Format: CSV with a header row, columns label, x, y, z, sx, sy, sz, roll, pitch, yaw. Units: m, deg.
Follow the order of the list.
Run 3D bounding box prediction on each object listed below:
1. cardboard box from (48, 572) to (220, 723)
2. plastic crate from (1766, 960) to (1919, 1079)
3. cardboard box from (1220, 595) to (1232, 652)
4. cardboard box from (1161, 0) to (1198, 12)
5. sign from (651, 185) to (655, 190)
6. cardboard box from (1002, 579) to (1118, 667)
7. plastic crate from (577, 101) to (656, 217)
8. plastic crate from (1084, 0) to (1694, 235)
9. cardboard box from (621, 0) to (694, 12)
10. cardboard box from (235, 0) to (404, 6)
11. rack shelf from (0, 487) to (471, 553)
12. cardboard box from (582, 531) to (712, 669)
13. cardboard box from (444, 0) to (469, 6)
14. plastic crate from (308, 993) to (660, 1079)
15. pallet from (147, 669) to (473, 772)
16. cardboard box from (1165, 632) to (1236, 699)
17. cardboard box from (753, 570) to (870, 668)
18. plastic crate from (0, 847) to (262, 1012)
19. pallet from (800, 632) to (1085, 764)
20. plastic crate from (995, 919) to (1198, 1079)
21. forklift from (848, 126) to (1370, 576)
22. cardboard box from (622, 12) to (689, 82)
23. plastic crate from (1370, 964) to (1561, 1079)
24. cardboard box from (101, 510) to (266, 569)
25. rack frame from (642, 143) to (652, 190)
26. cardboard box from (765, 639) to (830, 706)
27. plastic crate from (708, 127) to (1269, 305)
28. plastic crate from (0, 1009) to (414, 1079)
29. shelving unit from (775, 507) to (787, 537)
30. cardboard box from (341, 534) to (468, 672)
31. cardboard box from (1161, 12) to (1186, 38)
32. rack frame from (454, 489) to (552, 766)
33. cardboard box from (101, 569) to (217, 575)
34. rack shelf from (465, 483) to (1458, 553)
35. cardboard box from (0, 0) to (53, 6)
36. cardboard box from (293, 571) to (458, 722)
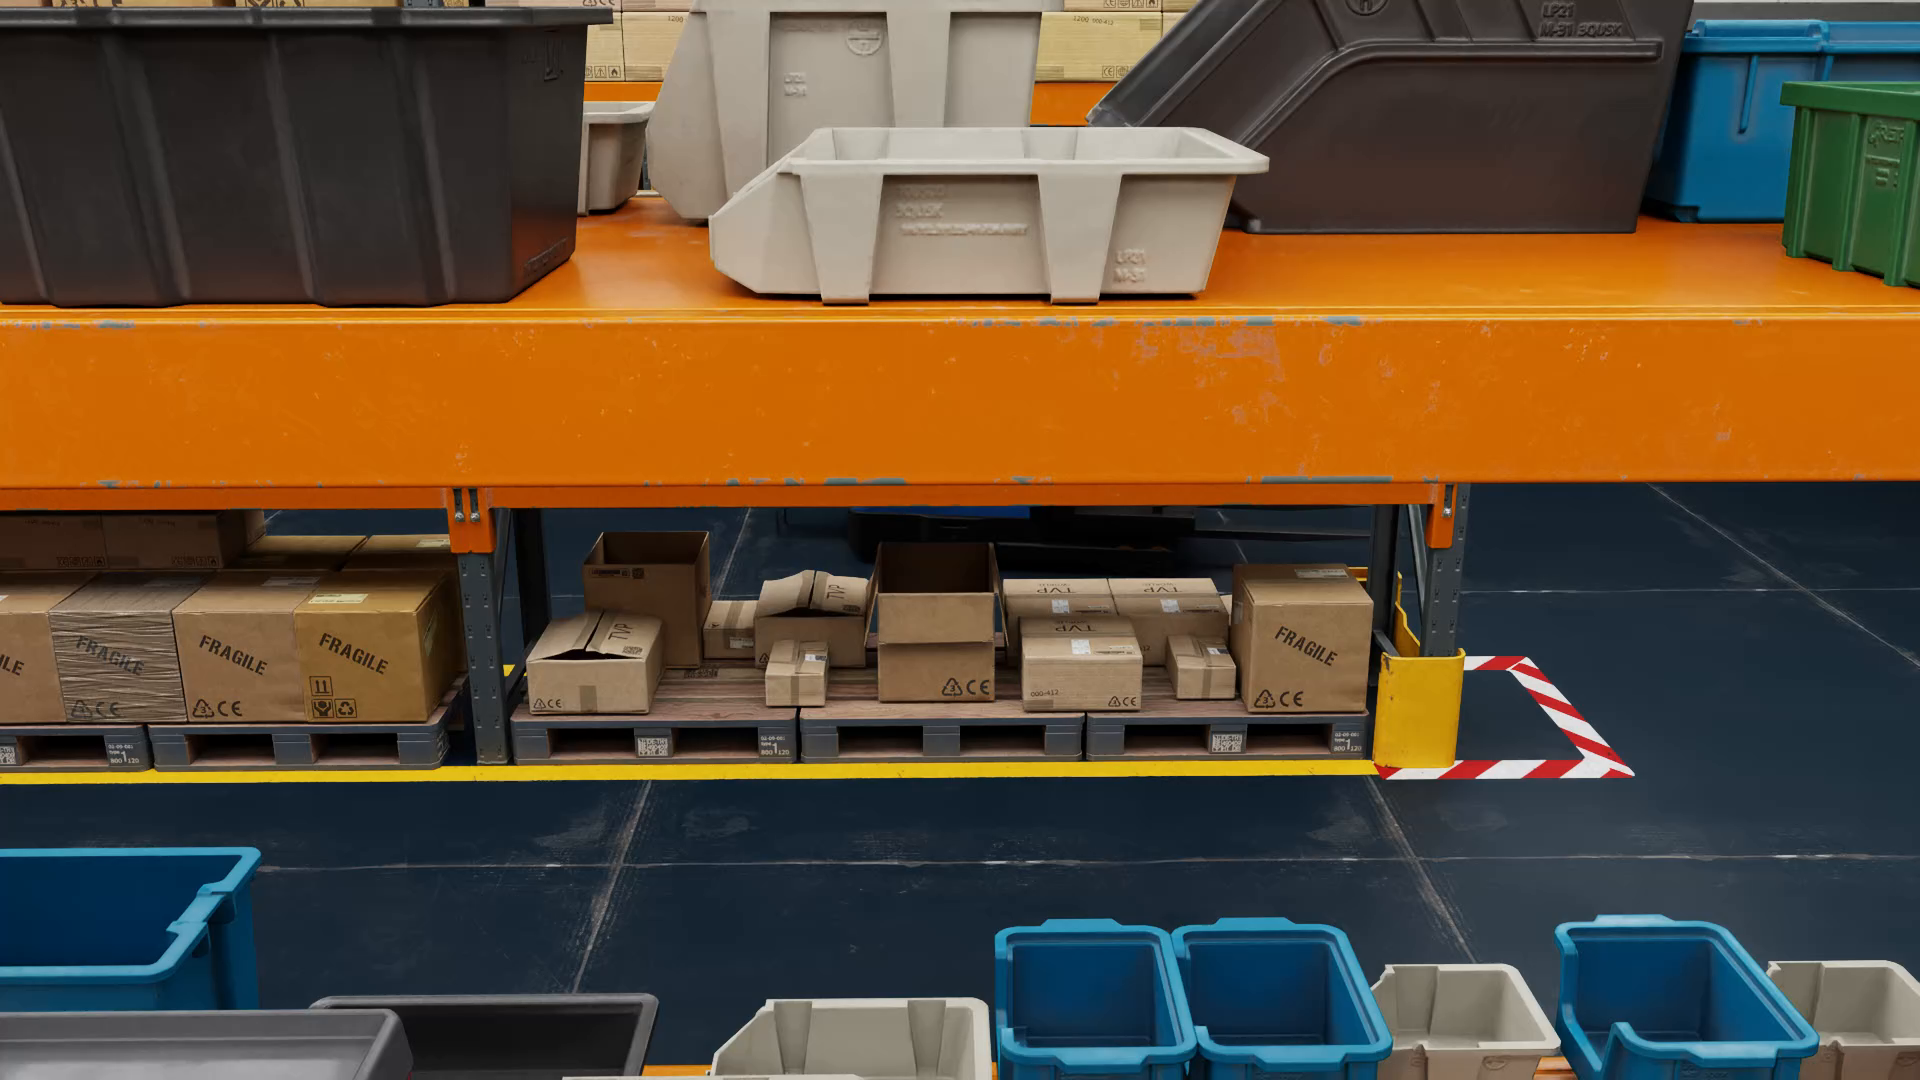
label,x,y,z,sx,sy,sz,roll,pitch,yaw
cardboard box,-3.479,0.451,7.103,0.500,0.500,0.500,0,18,0
plastic crate,1.506,0.846,2.834,0.298,0.136,0.250,0,18,-1
cardboard box,1.331,0.397,7.818,0.250,0.166,0.380,0,18,-1
cardboard box,0.996,-2.153,6.366,0.500,0.250,0.500,0,18,-1
sign,-2.058,-2.483,11.110,0.005,0.325,0.100,0,18,-1
cardboard box,0.457,0.379,7.735,0.500,0.250,0.500,0,18,-1
plastic crate,-0.654,-0.534,2.323,0.466,0.136,0.293,0,18,-1
plastic crate,0.548,-0.604,2.209,0.767,0.338,0.504,0,18,-1
cardboard box,-1.004,-2.146,6.344,0.500,0.250,0.500,0,18,-1
cardboard box,-2.499,-2.365,6.585,0.600,0.600,0.600,-2,18,-6
rack shelf,-3.994,-0.270,7.155,4.000,0.370,1.077,0,18,-1
cardboard box,-1.429,0.270,7.669,0.500,0.500,0.500,0,18,-1
cardboard box,-3.513,-3.827,11.272,0.500,0.500,0.700,-1,18,-2
plastic crate,-0.805,0.906,2.665,0.590,0.125,0.437,0,18,-1
pallet,-2.807,0.722,7.453,1.213,0.211,1.003,0,18,-1
cardboard box,1.059,0.551,7.338,0.250,0.166,0.380,0,18,-1
cardboard box,-0.679,0.356,7.709,0.500,0.311,0.500,0,18,-1
plastic crate,-1.458,0.764,2.684,0.575,0.384,0.392,0,18,-1
pallet,-0.085,0.696,7.532,1.213,0.211,1.003,0,18,-1
plastic crate,0.211,0.831,2.721,0.300,0.233,0.416,0,18,-1
forklift,0.906,-1.362,9.495,3.031,2.935,1.130,2,18,7
cardboard box,-1.004,-1.907,6.415,0.500,0.250,0.500,0,18,-1
plastic crate,0.827,0.849,2.824,0.298,0.136,0.250,0,18,-1
cardboard box,-3.482,-0.065,7.485,0.500,0.250,0.500,0,18,-1
rack frame,-2.076,-2.135,11.792,0.127,3.000,1.000,0,18,-1
cardboard box,-0.706,0.575,7.264,0.250,0.166,0.380,0,18,-1
plastic crate,0.018,-0.345,1.734,0.530,0.136,0.437,0,18,-1
plastic crate,-1.023,0.904,2.115,0.583,0.464,0.402,0,18,-1
shelving unit,-0.854,-0.620,10.016,0.503,1.200,0.258,2,18,7
cardboard box,-2.482,0.287,7.615,0.500,0.500,0.500,-1,18,-3
cardboard box,0.996,-1.916,6.444,0.500,0.250,0.500,0,18,-1
rack frame,-1.994,-0.622,7.075,0.127,3.000,1.000,0,18,-1
cardboard box,-3.515,0.293,7.596,0.500,0.500,0.500,0,18,0
rack shelf,0.005,-0.289,7.215,4.000,0.370,1.077,0,18,-1
cardboard box,-3.833,-2.358,6.562,0.600,0.600,0.600,-1,18,-3
cardboard box,-2.483,0.449,7.110,0.500,0.500,0.500,0,18,-1
